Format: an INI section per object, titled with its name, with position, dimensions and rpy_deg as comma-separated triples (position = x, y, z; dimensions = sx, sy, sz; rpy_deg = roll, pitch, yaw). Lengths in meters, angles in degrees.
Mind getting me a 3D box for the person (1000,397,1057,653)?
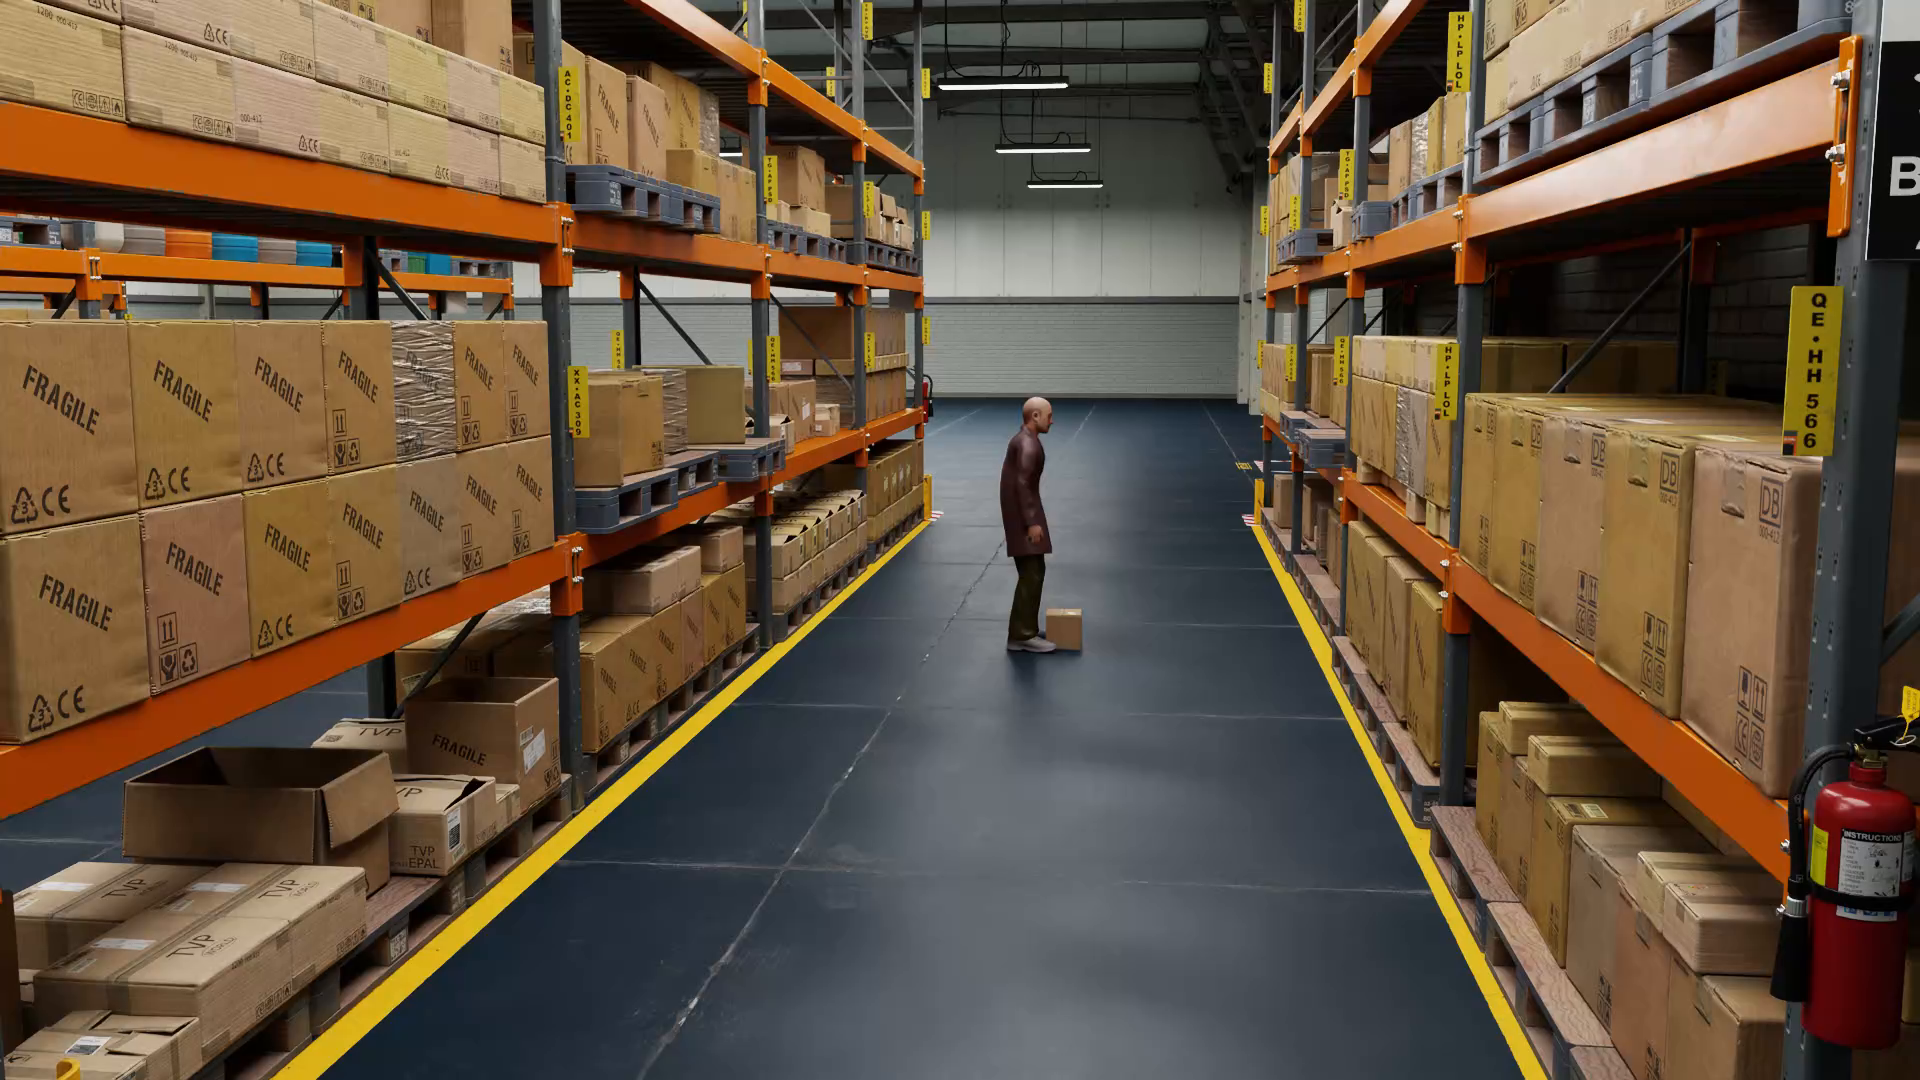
[person]
position = 0.493, -0.123, 11.791
dimensions = 0.429, 1.772, 0.647
rpy_deg = 0, 7, 3
